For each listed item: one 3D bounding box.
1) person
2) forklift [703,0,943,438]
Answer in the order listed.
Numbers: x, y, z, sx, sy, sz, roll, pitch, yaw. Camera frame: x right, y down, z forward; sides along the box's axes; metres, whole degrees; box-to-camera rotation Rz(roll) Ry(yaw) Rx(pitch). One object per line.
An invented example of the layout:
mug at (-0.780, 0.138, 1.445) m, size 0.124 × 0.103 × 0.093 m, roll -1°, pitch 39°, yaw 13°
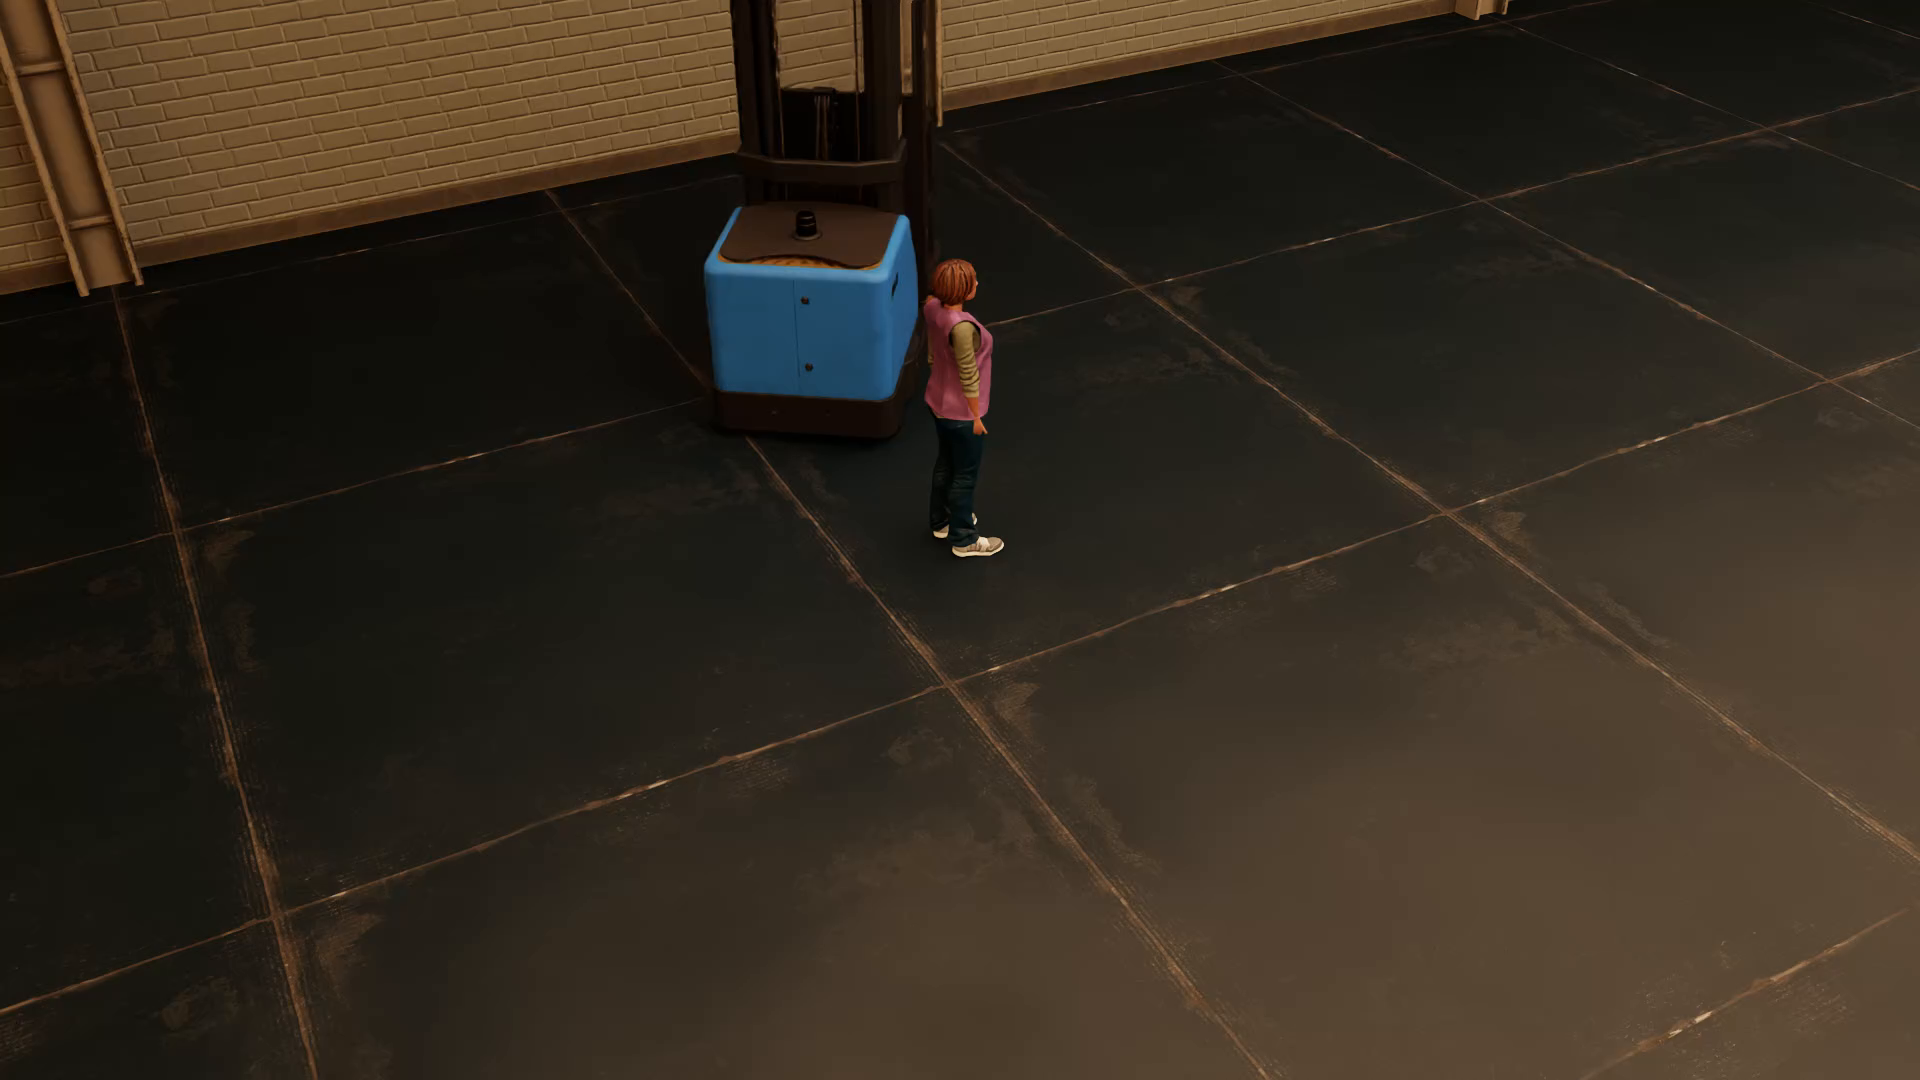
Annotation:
person at (-0.001, -0.654, 8.203) m, size 0.327 × 1.602 × 0.409 m, roll -17°, pitch 39°, yaw -23°
forklift at (-0.707, -2.605, 9.809) m, size 1.130 × 2.935 × 3.031 m, roll 4°, pitch 35°, yaw 6°
